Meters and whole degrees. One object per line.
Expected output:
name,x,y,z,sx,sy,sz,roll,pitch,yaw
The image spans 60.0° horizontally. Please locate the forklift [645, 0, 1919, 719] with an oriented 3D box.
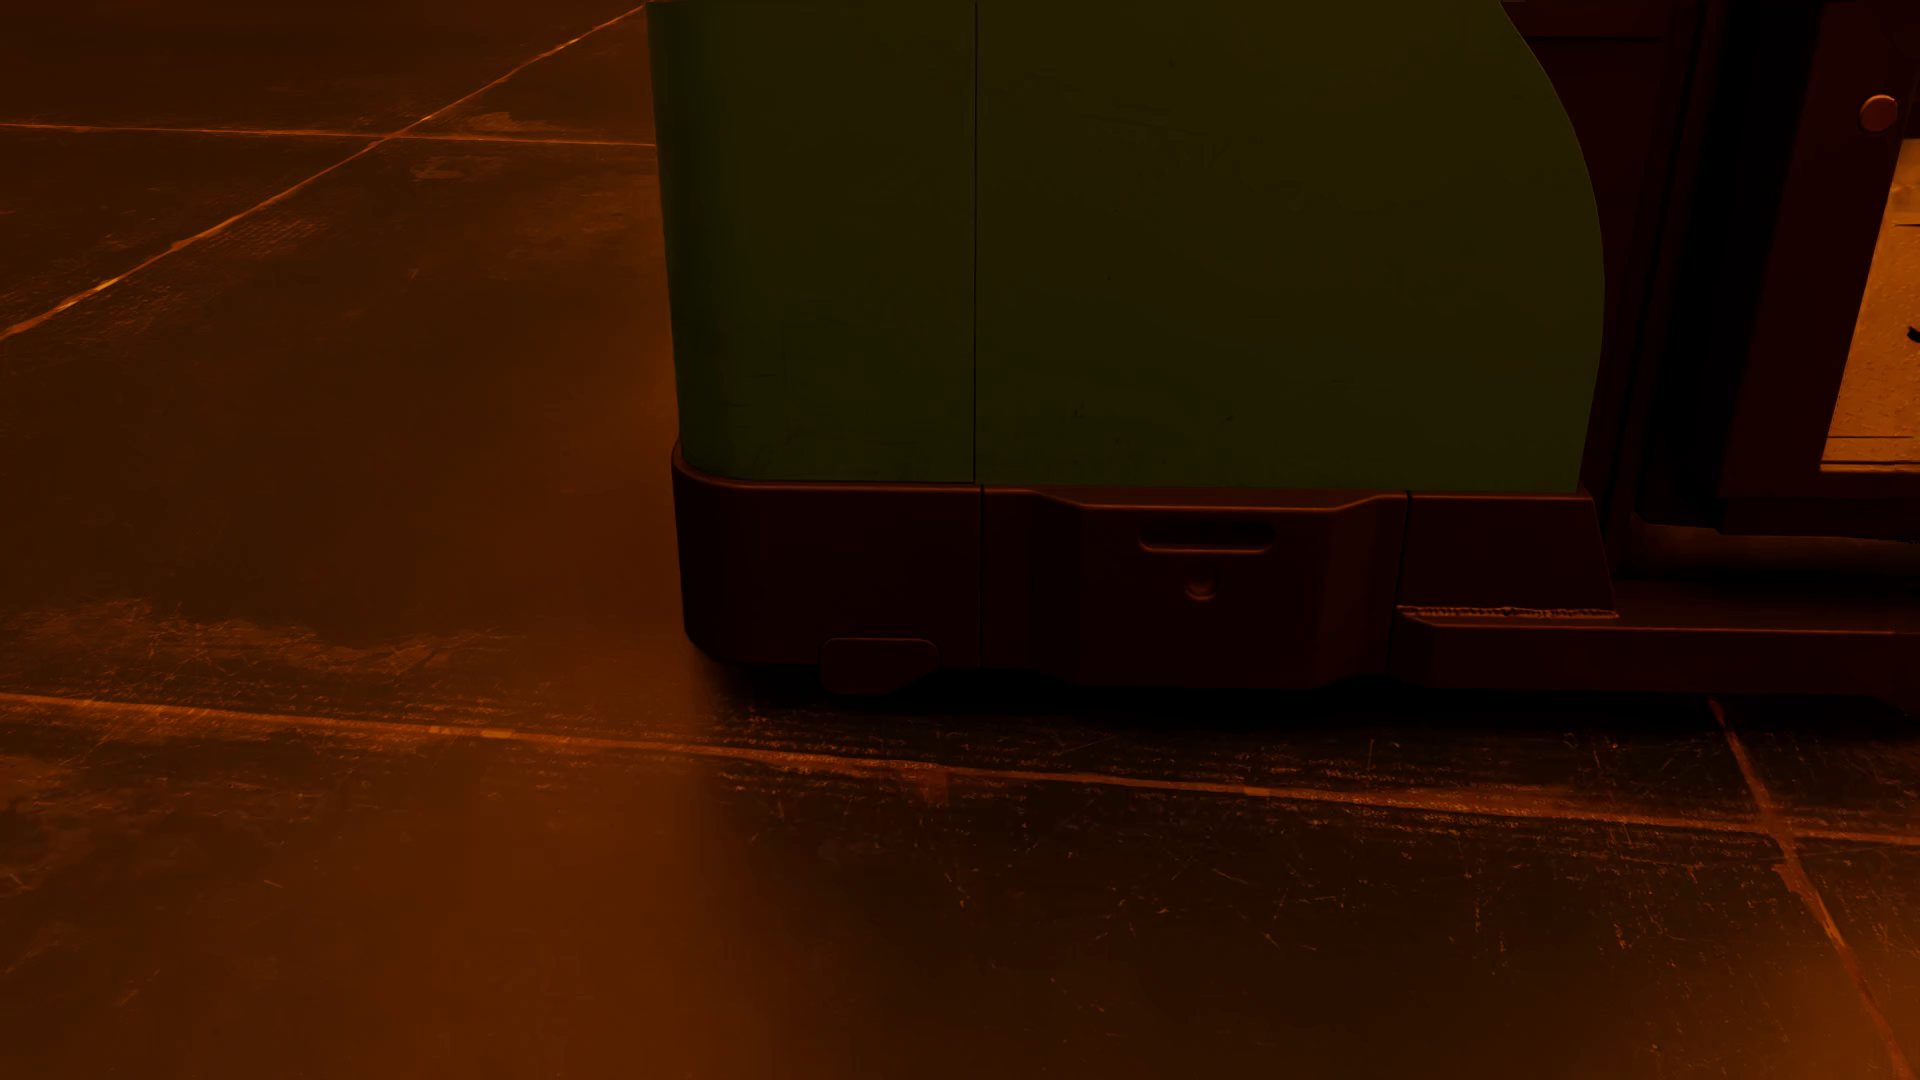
forklift,1.178,-1.307,1.837,3.031,2.935,1.130,1,27,2
